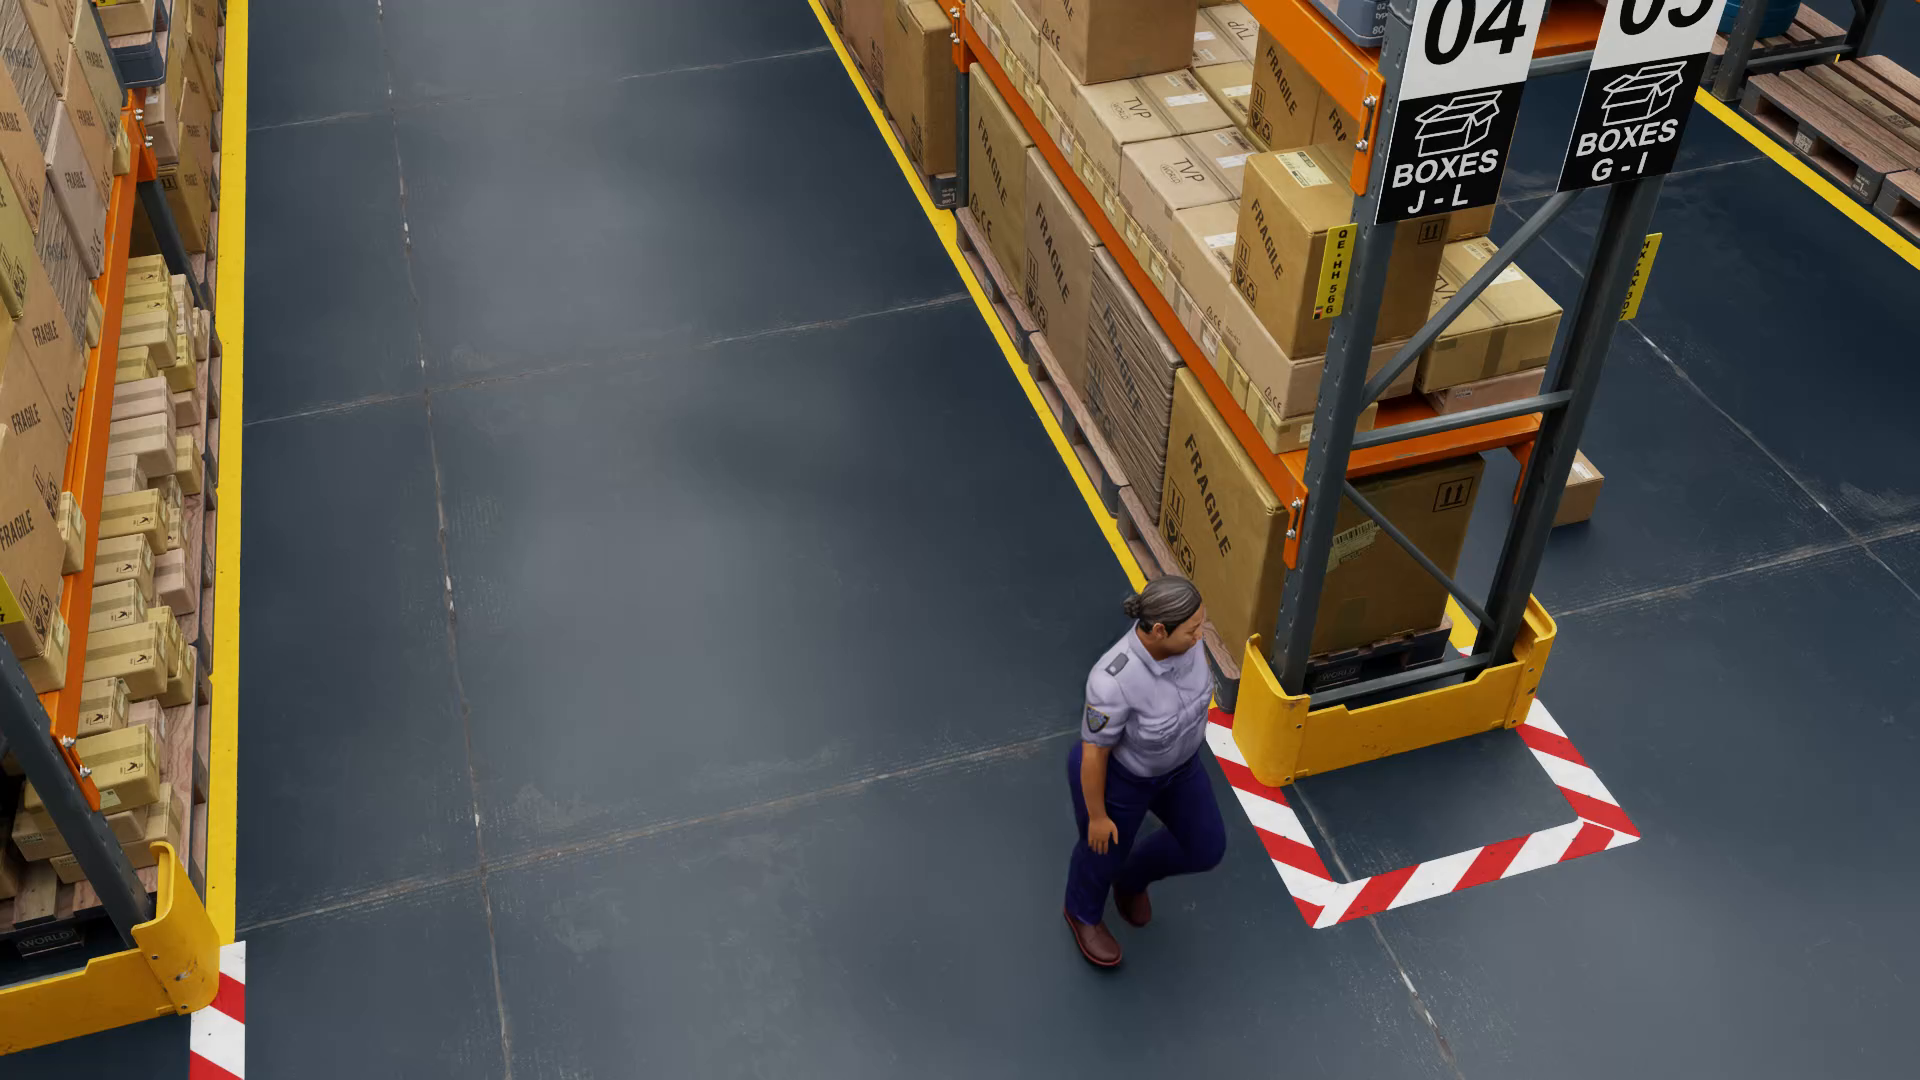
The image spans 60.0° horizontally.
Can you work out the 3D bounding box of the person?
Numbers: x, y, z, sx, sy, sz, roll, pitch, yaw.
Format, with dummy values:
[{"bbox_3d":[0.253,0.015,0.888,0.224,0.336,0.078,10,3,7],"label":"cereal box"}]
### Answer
[{"bbox_3d":[0.595,0.770,5.304,0.536,1.643,0.455,-28,49,-27],"label":"person"}]
